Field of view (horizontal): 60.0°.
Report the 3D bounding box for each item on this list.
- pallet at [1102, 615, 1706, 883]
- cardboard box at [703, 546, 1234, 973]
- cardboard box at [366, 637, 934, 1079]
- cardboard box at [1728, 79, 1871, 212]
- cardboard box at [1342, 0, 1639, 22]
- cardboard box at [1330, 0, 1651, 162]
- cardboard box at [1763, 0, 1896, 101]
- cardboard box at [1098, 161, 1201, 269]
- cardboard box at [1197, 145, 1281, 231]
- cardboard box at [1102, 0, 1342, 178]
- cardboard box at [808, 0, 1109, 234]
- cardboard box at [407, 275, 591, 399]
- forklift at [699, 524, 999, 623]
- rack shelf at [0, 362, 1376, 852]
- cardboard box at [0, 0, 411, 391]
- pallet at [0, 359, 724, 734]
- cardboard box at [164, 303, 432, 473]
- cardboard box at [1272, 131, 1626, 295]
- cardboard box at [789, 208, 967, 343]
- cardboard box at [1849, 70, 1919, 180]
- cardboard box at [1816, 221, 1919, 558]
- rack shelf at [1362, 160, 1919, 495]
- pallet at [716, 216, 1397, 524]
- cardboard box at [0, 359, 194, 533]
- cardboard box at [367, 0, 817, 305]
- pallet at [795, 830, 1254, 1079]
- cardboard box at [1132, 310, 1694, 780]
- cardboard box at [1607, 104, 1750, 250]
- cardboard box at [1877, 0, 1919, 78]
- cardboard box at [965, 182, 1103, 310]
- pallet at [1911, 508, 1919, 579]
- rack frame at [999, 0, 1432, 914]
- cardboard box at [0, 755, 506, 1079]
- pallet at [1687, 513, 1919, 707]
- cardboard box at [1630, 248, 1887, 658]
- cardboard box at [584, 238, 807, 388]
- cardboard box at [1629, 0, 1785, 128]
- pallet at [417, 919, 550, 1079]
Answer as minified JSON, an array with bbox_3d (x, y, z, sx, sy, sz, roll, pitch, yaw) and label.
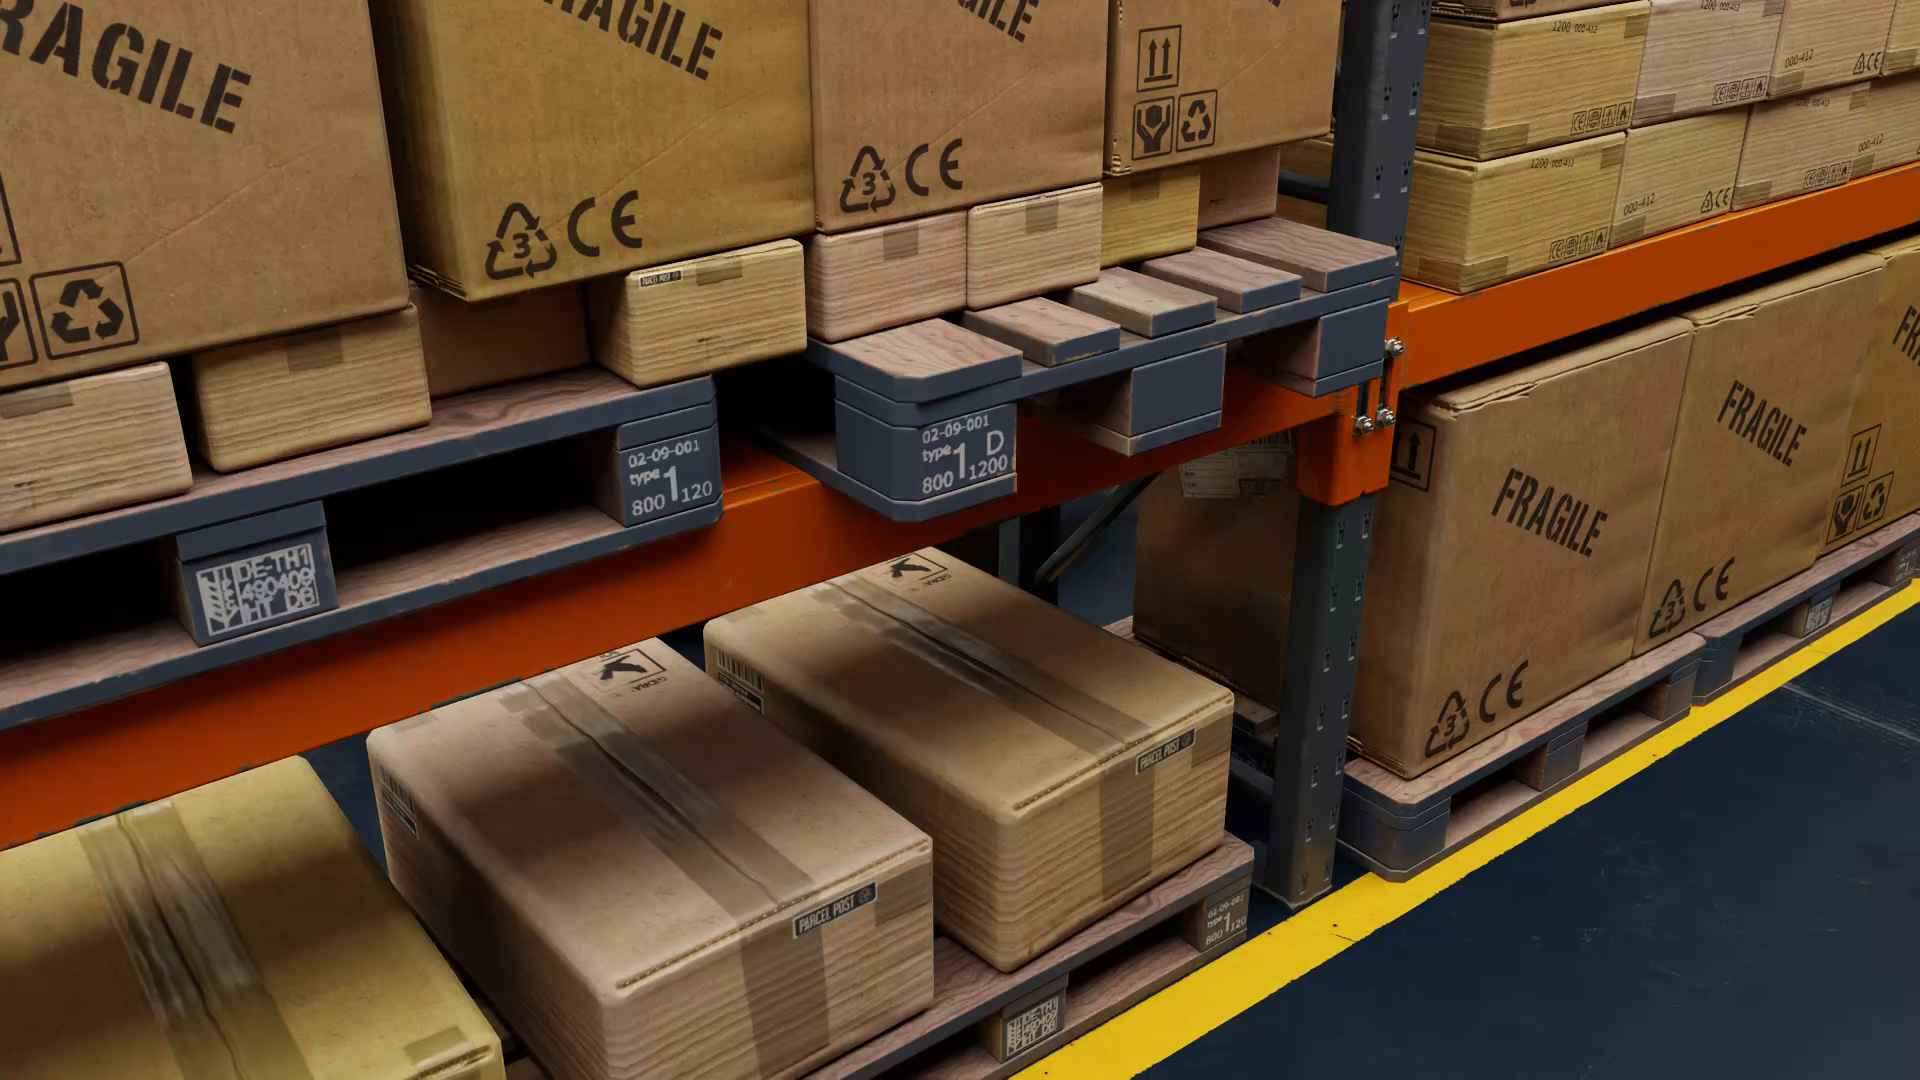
[{"bbox_3d":[1.115,0.338,4.270,1.213,0.211,1.003,-18,31,-34],"label":"pallet"},{"bbox_3d":[-0.002,0.398,3.451,0.625,0.372,0.950,-21,32,-37],"label":"cardboard box"},{"bbox_3d":[-0.578,0.593,3.033,0.625,0.372,0.950,-19,31,-35],"label":"cardboard box"},{"bbox_3d":[1.798,-0.996,4.011,0.500,0.250,0.500,-17,30,-32],"label":"cardboard box"},{"bbox_3d":[0.987,-1.293,3.166,0.500,0.500,0.500,-19,31,-36],"label":"cardboard box"},{"bbox_3d":[1.000,-0.955,3.329,0.500,0.250,0.500,-19,31,-34],"label":"cardboard box"},{"bbox_3d":[1.807,-1.214,3.888,0.500,0.250,0.500,-18,31,-34],"label":"cardboard box"},{"bbox_3d":[0.169,-0.566,2.707,0.250,0.149,0.380,-18,30,-33],"label":"cardboard box"},{"bbox_3d":[0.336,-0.660,2.909,0.250,0.149,0.380,-17,30,-32],"label":"cardboard box"},{"bbox_3d":[0.262,-0.907,2.671,0.500,0.500,0.500,-19,31,-35],"label":"cardboard box"},{"bbox_3d":[-0.138,-0.769,2.374,0.500,0.500,0.500,-19,31,-35],"label":"cardboard box"},{"bbox_3d":[-0.688,-0.324,2.184,0.250,0.149,0.380,-18,30,-34],"label":"cardboard box"},{"bbox_3d":[-1.352,-1.224,4.405,3.031,2.935,1.130,-4,25,-10],"label":"forklift"},{"bbox_3d":[-1.125,0.099,2.328,4.000,0.370,1.077,-18,31,-34],"label":"rack shelf"},{"bbox_3d":[-0.964,-0.496,1.785,0.500,0.500,0.500,-20,31,-36],"label":"cardboard box"},{"bbox_3d":[-1.084,-0.132,2.199,1.213,0.211,1.003,-18,31,-34],"label":"pallet"},{"bbox_3d":[-0.835,-0.231,1.985,0.250,0.149,0.380,-19,31,-36],"label":"cardboard box"},{"bbox_3d":[0.989,-0.722,3.422,0.500,0.250,0.500,-19,31,-35],"label":"cardboard box"},{"bbox_3d":[-0.204,-0.423,2.399,0.250,0.149,0.380,-20,32,-36],"label":"cardboard box"},{"bbox_3d":[2.185,-1.125,4.290,0.500,0.250,0.500,-18,31,-34],"label":"cardboard box"},{"bbox_3d":[2.452,-0.588,4.978,0.875,0.875,0.875,-17,30,-33],"label":"cardboard box"},{"bbox_3d":[2.022,-0.940,4.567,4.000,0.370,1.077,-18,31,-34],"label":"rack shelf"},{"bbox_3d":[-0.047,-0.439,2.861,1.003,0.211,1.213,-18,31,-34],"label":"pallet"},{"bbox_3d":[-1.027,-0.152,1.815,0.250,0.149,0.380,-17,30,-32],"label":"cardboard box"},{"bbox_3d":[-0.534,-0.638,2.090,0.500,0.500,0.500,-21,32,-37],"label":"cardboard box"},{"bbox_3d":[-0.167,0.721,3.446,1.213,0.211,1.003,-18,31,-34],"label":"pallet"},{"bbox_3d":[1.043,-0.125,3.982,0.875,0.875,0.875,-19,31,-34],"label":"cardboard box"},{"bbox_3d":[1.382,-0.862,3.722,0.500,0.250,0.500,-19,31,-35],"label":"cardboard box"},{"bbox_3d":[2.214,-1.342,4.162,0.500,0.250,0.500,-18,30,-33],"label":"cardboard box"},{"bbox_3d":[-0.001,-0.486,2.534,0.250,0.149,0.380,-19,31,-34],"label":"cardboard box"},{"bbox_3d":[3.035,-0.295,5.636,1.213,0.211,1.003,-18,31,-34],"label":"pallet"},{"bbox_3d":[0.448,-0.747,3.296,0.127,3.000,1.000,-18,31,-34],"label":"rack frame"},{"bbox_3d":[-1.178,0.788,2.612,0.625,0.372,0.950,-17,30,-32],"label":"cardboard box"},{"bbox_3d":[2.075,0.023,4.949,1.213,0.211,1.003,-18,31,-34],"label":"pallet"},{"bbox_3d":[1.748,-0.356,4.478,0.875,0.875,0.875,-18,30,-33],"label":"cardboard box"},{"bbox_3d":[-0.412,-0.347,2.235,0.250,0.149,0.380,-18,30,-33],"label":"cardboard box"},{"bbox_3d":[1.407,-1.089,3.618,0.500,0.250,0.500,-17,30,-33],"label":"cardboard box"},{"bbox_3d":[-1.127,1.036,2.767,1.213,0.211,1.003,-18,31,-34],"label":"pallet"}]
